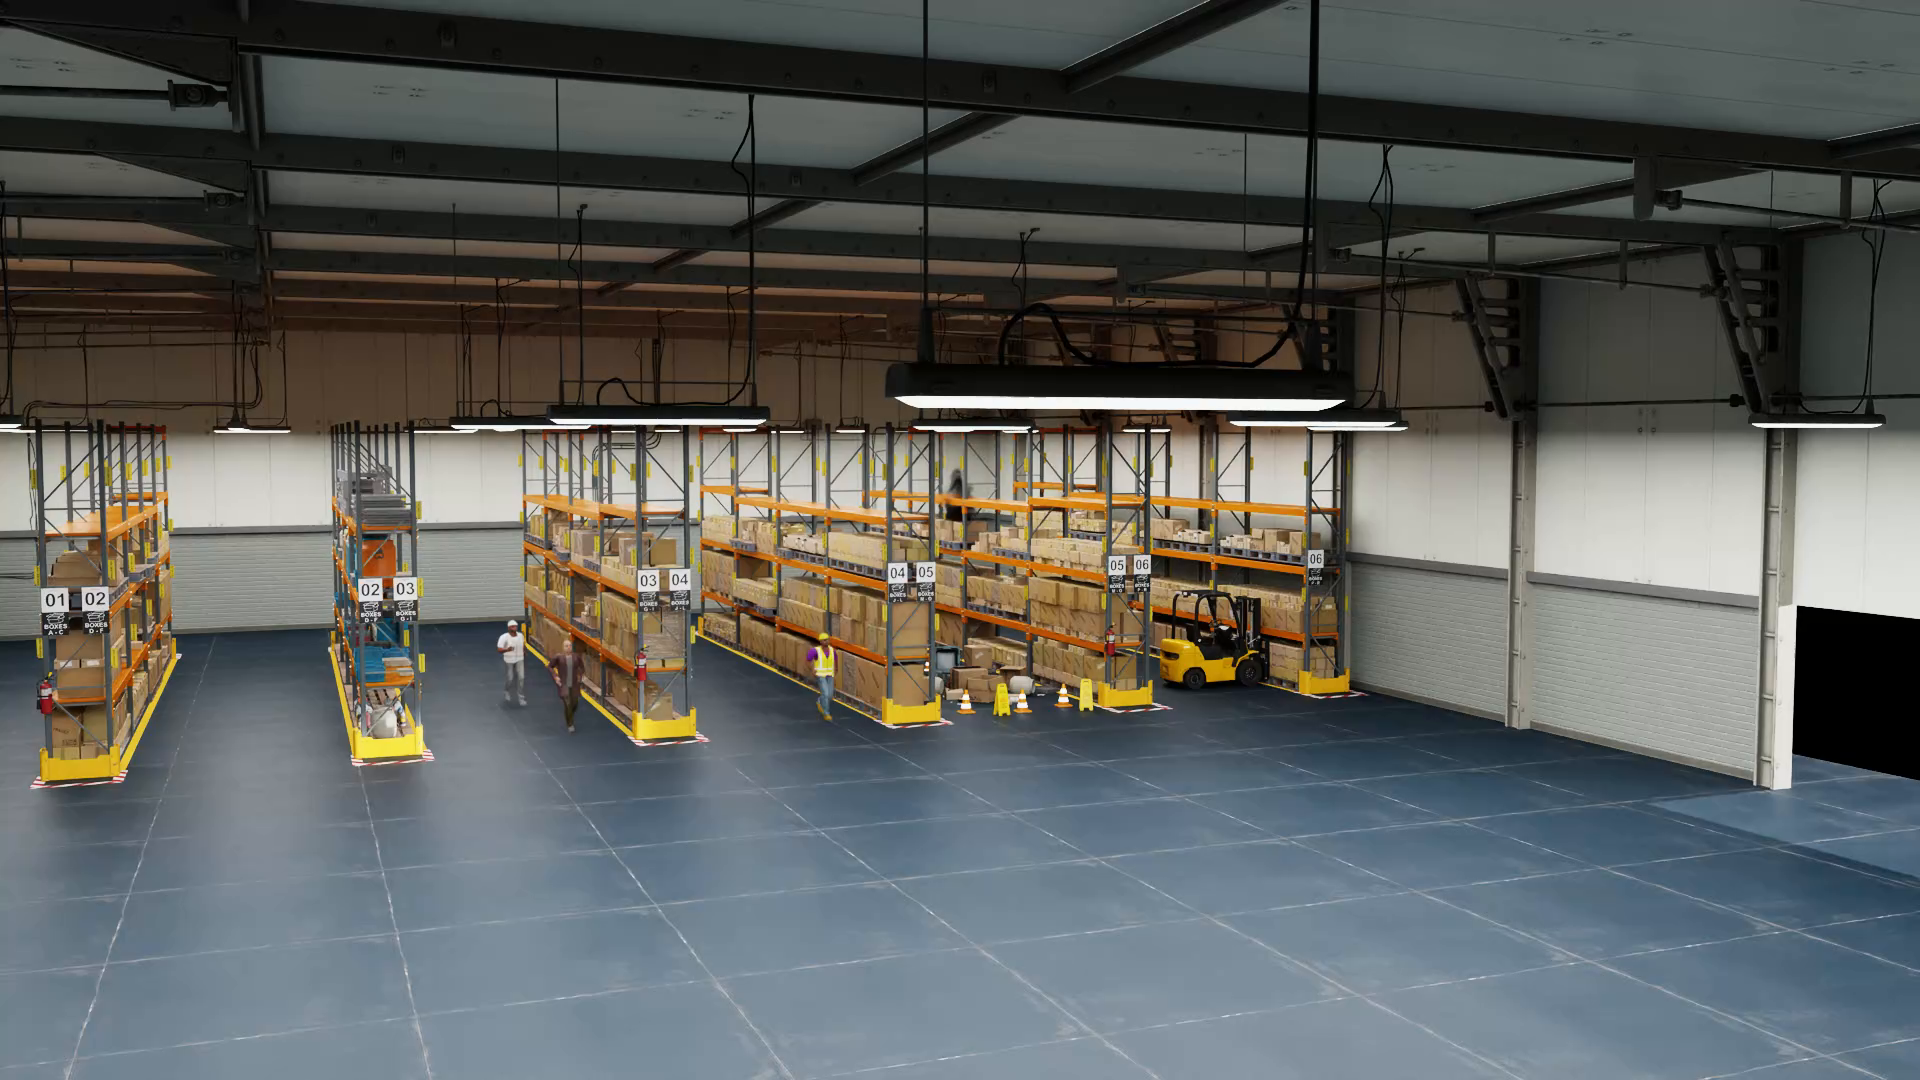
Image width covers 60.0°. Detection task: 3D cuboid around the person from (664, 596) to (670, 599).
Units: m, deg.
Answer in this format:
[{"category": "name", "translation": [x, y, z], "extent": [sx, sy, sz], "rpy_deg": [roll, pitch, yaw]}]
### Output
[{"category": "person", "translation": [-8.148, 2.026, 46.310], "extent": [0.620, 1.676, 0.796], "rpy_deg": [-1, 4, -14]}]

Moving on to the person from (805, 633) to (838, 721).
[{"category": "person", "translation": [-2.780, 2.746, 33.654], "extent": [0.711, 1.749, 0.736], "rpy_deg": [-2, 4, -34]}]

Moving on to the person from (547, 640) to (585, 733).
[{"category": "person", "translation": [-7.645, 2.826, 32.341], "extent": [0.720, 1.762, 0.795], "rpy_deg": [-2, 4, -28]}]

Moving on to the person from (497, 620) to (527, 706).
[{"category": "person", "translation": [-9.515, 2.598, 35.438], "extent": [0.688, 1.788, 0.891], "rpy_deg": [-3, 4, -35]}]
